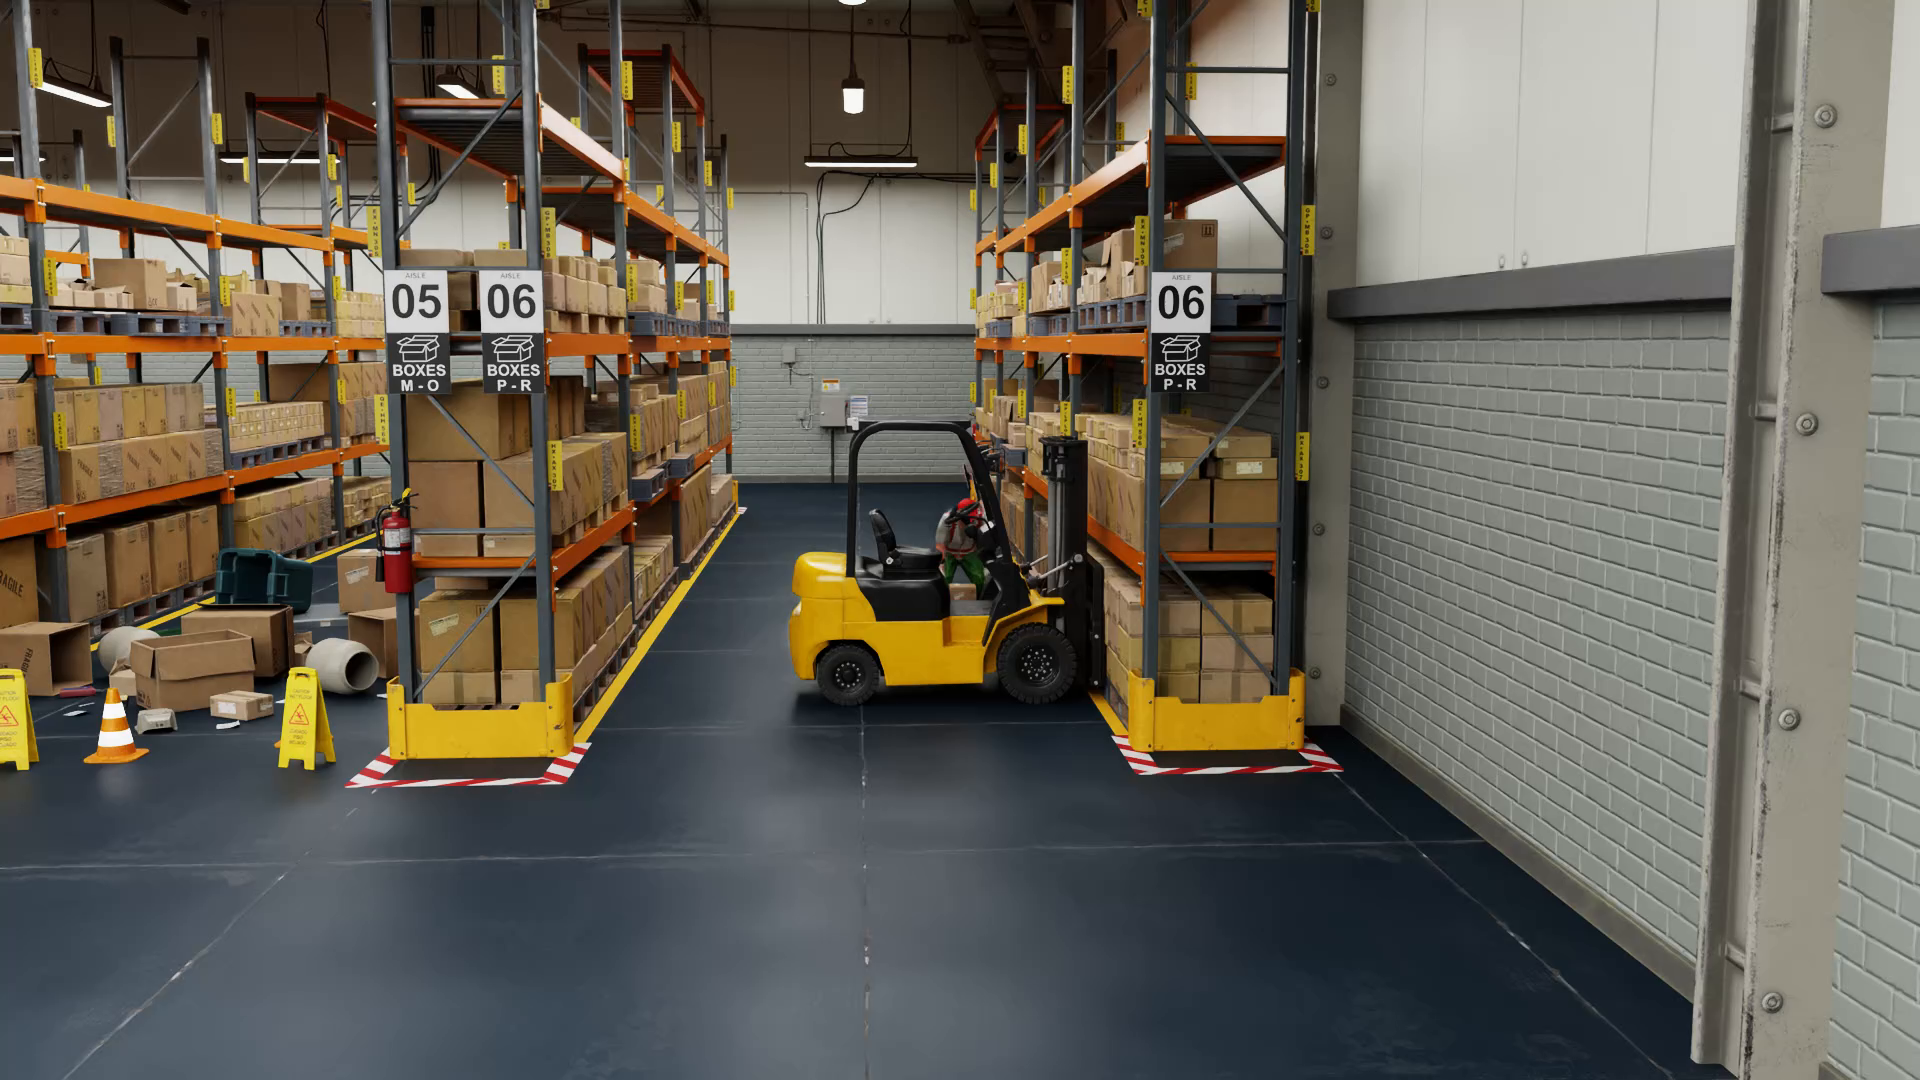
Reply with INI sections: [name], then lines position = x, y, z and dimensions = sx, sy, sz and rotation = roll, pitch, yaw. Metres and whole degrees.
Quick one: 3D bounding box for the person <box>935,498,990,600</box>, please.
[person]
position = 0.043, 0.196, 16.205
dimensions = 0.586, 1.267, 0.814
rotation = 0, 7, -4
